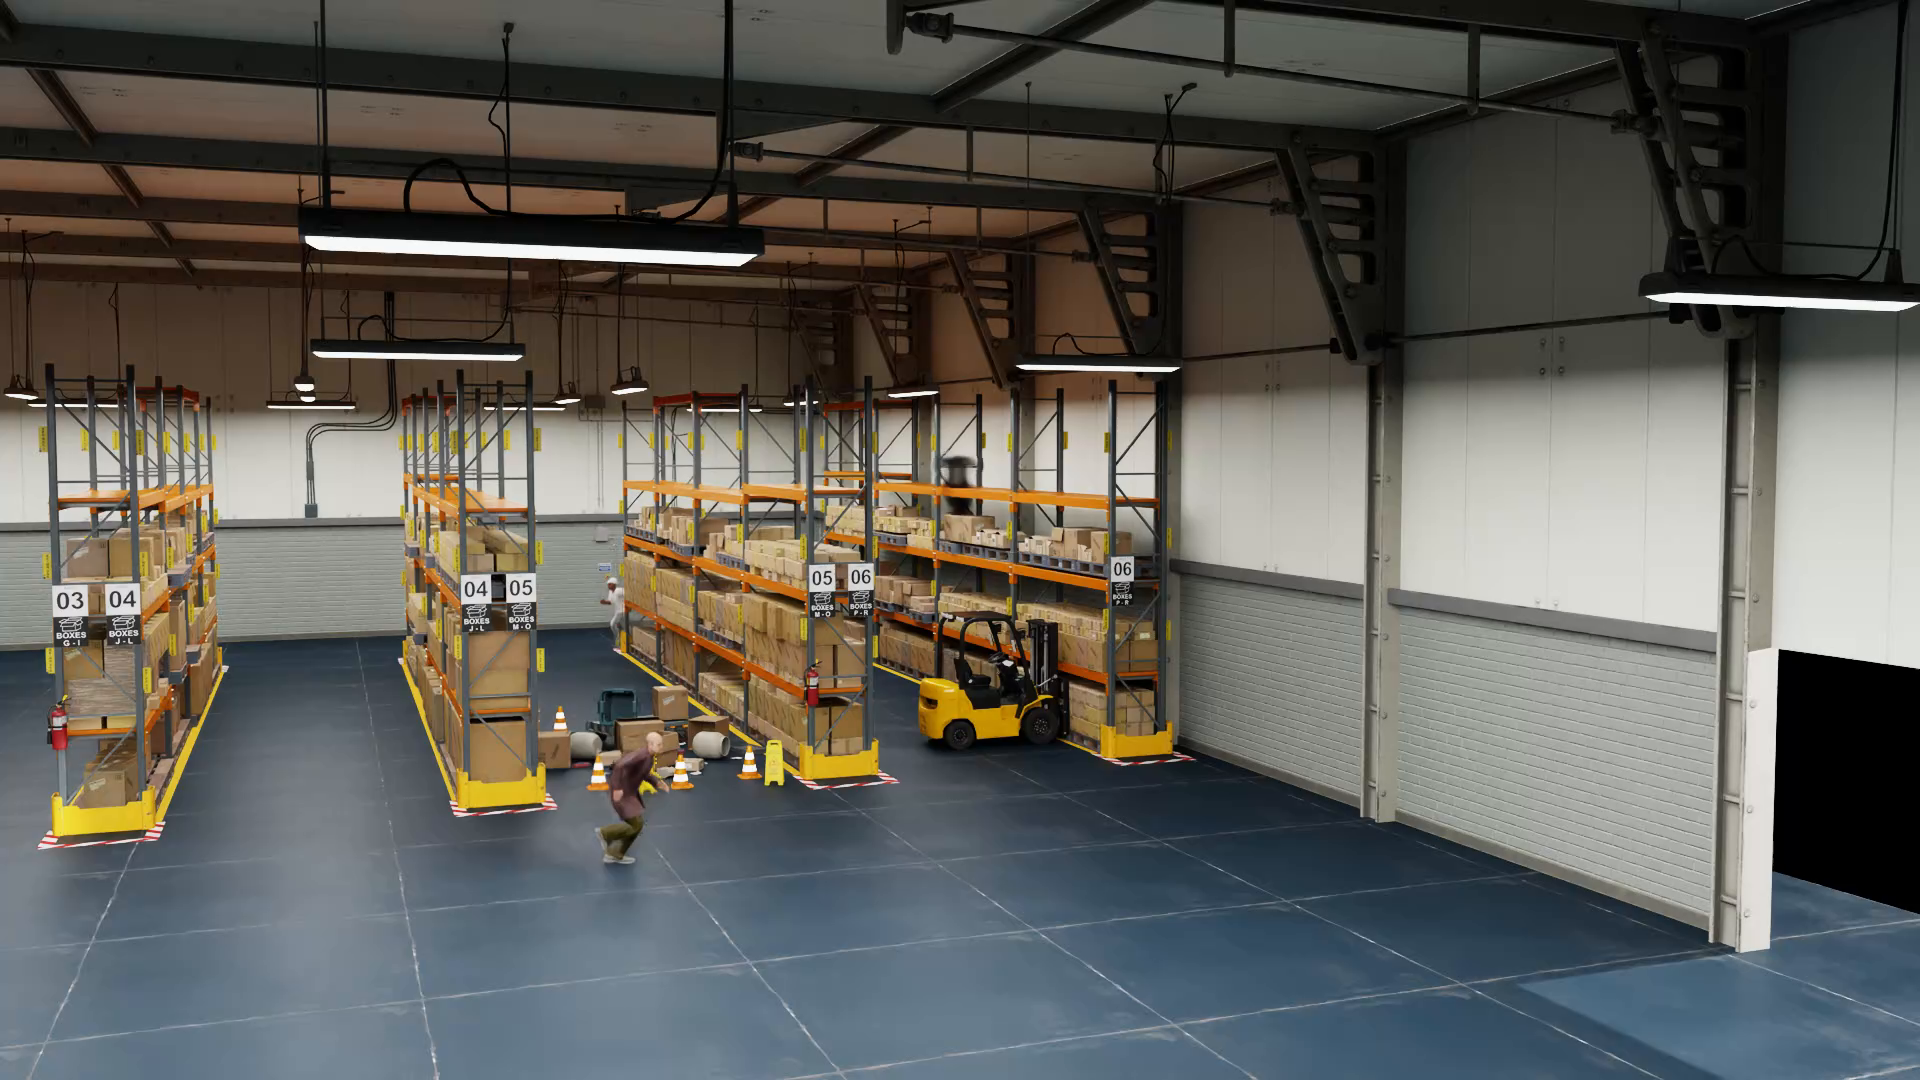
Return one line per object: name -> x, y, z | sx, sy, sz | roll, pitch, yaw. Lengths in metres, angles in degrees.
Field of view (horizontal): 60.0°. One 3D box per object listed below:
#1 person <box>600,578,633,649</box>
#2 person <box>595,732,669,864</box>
person -> -8.313, 1.778, 40.655 | 0.978, 1.718, 0.710 | -2, 4, -28
person -> -3.897, 3.065, 19.661 | 0.880, 1.593, 0.740 | 0, 3, 8
